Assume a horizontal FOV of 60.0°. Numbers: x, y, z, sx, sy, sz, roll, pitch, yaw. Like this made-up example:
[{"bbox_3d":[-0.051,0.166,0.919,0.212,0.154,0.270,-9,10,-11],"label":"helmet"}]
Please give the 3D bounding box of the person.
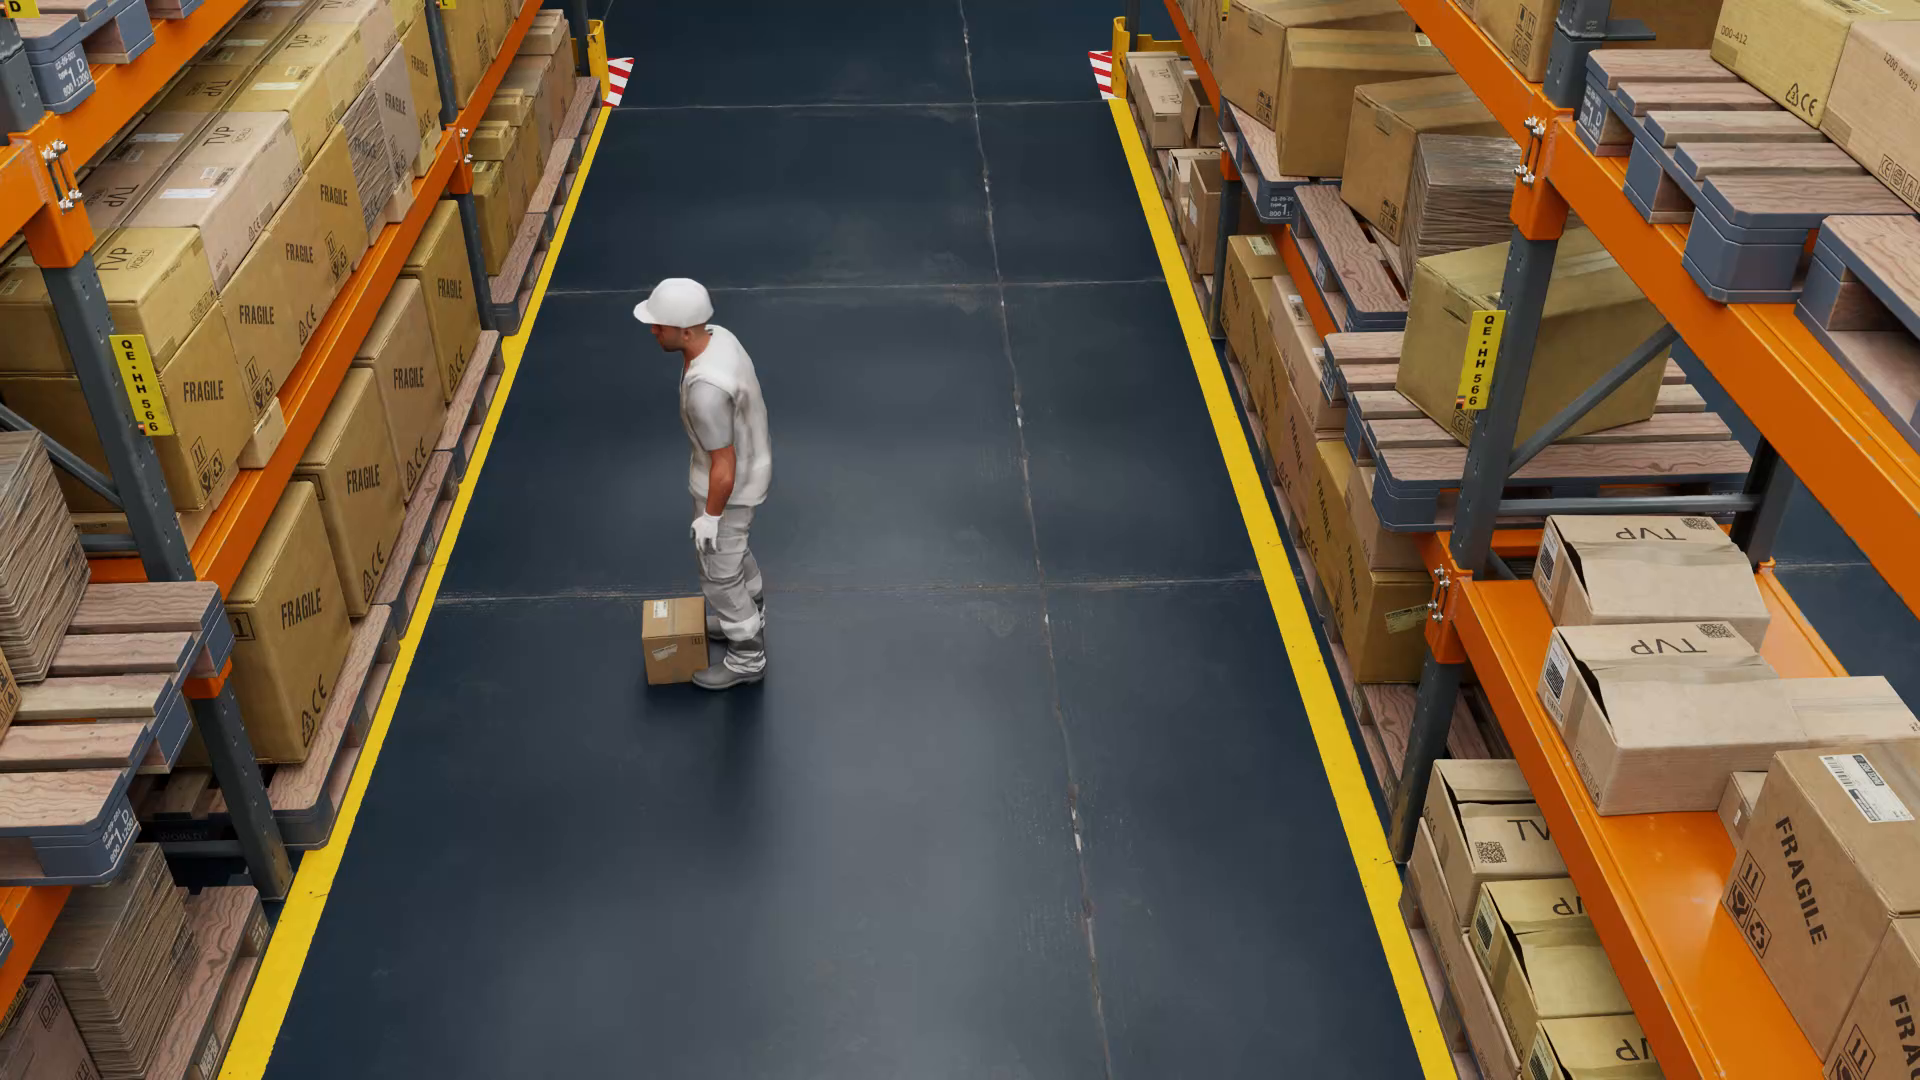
[{"bbox_3d":[-0.947,-0.212,6.436,0.453,1.779,0.621,-2,35,-3],"label":"person"}]
